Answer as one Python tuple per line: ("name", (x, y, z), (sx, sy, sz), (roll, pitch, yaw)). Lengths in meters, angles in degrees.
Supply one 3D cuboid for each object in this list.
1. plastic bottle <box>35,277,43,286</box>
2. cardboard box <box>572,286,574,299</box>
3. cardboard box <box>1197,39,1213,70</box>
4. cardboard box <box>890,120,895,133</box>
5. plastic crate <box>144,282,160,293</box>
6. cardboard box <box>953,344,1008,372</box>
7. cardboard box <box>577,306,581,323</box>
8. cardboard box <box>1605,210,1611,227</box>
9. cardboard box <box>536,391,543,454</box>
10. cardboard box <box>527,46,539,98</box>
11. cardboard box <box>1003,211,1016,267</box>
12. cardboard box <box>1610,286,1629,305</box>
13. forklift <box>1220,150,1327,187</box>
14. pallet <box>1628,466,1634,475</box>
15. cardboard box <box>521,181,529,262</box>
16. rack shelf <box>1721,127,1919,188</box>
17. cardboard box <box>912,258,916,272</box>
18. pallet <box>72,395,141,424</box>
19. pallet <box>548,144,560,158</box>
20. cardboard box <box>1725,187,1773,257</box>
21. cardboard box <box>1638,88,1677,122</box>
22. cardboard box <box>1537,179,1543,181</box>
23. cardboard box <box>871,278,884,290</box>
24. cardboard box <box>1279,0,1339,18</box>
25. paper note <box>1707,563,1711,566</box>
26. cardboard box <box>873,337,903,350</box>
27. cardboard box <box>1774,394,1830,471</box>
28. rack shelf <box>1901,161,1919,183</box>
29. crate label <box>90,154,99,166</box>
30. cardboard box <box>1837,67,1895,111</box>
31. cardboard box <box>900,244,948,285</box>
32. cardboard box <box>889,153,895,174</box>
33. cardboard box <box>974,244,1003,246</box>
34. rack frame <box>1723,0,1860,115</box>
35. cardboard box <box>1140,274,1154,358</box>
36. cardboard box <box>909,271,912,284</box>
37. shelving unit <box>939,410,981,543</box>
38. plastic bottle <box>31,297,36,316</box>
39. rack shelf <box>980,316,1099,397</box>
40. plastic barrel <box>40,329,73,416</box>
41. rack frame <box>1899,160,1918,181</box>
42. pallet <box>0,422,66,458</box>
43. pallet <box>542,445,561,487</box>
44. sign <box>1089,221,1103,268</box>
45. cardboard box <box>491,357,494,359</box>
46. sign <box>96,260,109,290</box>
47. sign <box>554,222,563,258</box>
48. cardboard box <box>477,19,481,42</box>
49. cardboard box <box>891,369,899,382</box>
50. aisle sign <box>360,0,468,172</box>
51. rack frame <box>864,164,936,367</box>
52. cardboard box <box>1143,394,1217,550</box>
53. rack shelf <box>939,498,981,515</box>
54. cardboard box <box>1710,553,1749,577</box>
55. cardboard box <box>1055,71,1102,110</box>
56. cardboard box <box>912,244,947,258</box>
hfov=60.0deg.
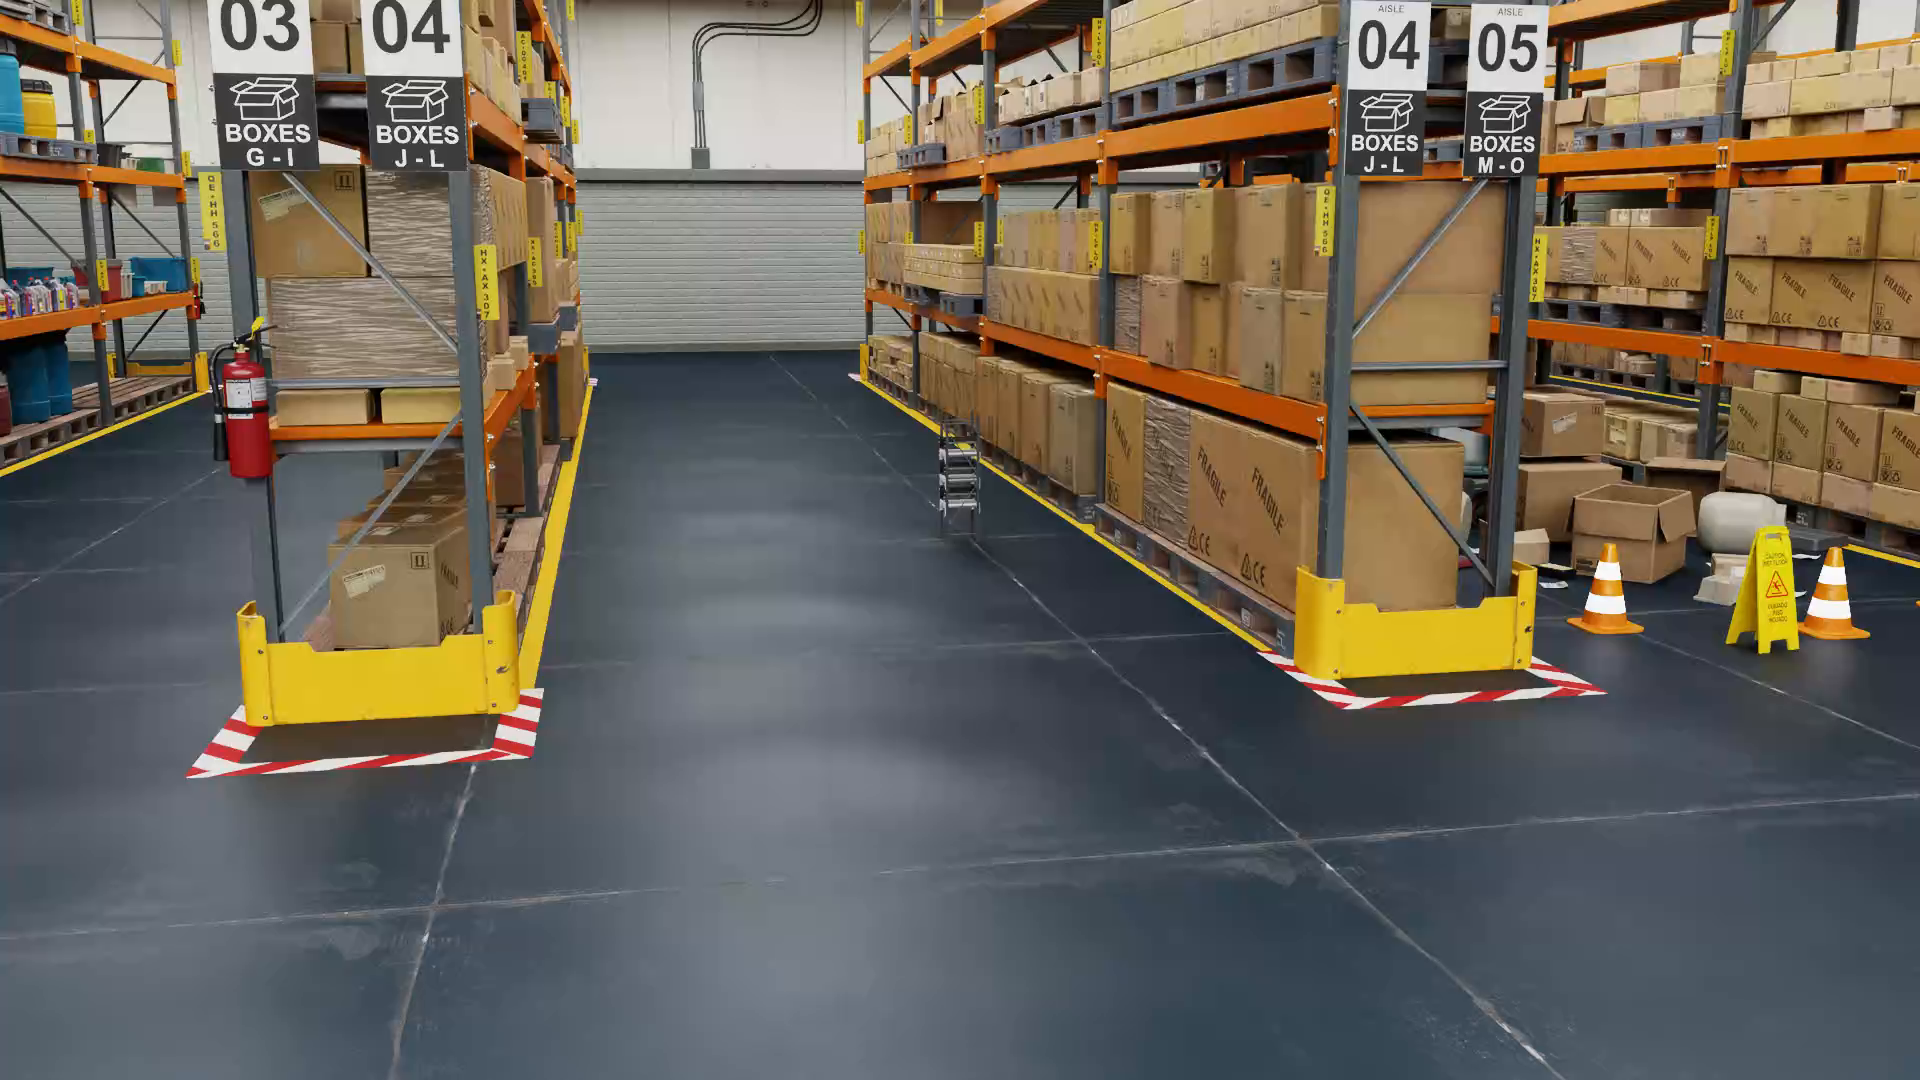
("plastic bottle", (-9.446, -2.519, 17.042), (0.144, 0.351, 0.185), (-2, 11, -11))
("cardboard box", (-4.781, -2.925, 19.713), (0.380, 0.149, 0.250), (-2, 11, -9))
("cardboard box", (1.579, -2.780, 9.541), (0.380, 0.149, 0.250), (-2, 11, -10))
("cardboard box", (-0.667, -5.172, 20.825), (0.380, 0.149, 0.250), (-2, 11, -11))
("plastic crate", (-10.204, -3.142, 20.728), (0.396, 0.136, 0.243), (-2, 11, -11))
("cardboard box", (0.217, -1.869, 17.048), (0.500, 0.250, 0.500), (-2, 11, -10))
("cardboard box", (-5.521, -2.667, 22.247), (0.875, 0.875, 0.875), (-2, 11, -11))
("cardboard box", (6.147, -2.943, 15.214), (0.380, 0.149, 0.250), (-3, 11, -14))
("cardboard box", (-4.018, -1.018, 14.531), (0.700, 0.500, 0.500), (-3, 11, -14))
("cardboard box", (-3.639, -3.657, 13.259), (0.500, 0.500, 0.500), (-2, 11, -10))
("cardboard box", (0.794, -2.771, 15.293), (0.700, 0.500, 0.500), (-2, 11, -11))
("cardboard box", (5.787, -2.087, 14.190), (0.380, 0.149, 0.250), (-2, 11, -11))
("forklift", (3.013, -2.115, 14.969), (1.130, 2.935, 3.031), (-3, 11, -13))
("pallet", (5.937, -0.776, 15.208), (1.003, 0.211, 1.213), (-2, 11, -11))
("cardboard box", (-3.033, -2.032, 10.614), (0.500, 0.500, 0.500), (-2, 11, -11))
("rack shelf", (6.719, -2.532, 10.878), (1.077, 0.370, 4.000), (-2, 11, -11))
("cardboard box", (-0.333, -3.093, 18.676), (0.380, 0.149, 0.250), (-2, 11, -10))
("pallet", (-9.986, -1.469, 18.850), (1.003, 0.211, 1.213), (-2, 11, -11))
("pallet", (-4.346, -3.649, 15.327), (1.213, 0.211, 1.003), (-2, 11, -8))
("cardboard box", (6.203, -2.376, 12.423), (0.700, 0.500, 0.500), (-2, 11, -12))
("cardboard box", (5.981, -3.580, 13.737), (0.500, 0.250, 0.500), (-2, 11, -10))
("cardboard box", (8.775, -5.397, 24.678), (0.380, 0.149, 0.250), (-2, 11, -10))
("cardboard box", (-1.008, -3.490, 22.681), (0.380, 0.149, 0.250), (-2, 11, -13))
("cardboard box", (1.903, -2.727, 8.197), (0.500, 0.250, 0.500), (-2, 11, -10))
("paper note", (4.954, 0.157, 10.821), (0.148, 0.019, 0.142), (2, 11, 9))
("cardboard box", (-0.976, -2.674, 22.631), (0.380, 0.149, 0.250), (-2, 11, -11))
("cardboard box", (6.296, -0.787, 12.033), (0.500, 0.500, 0.500), (-2, 11, -9))
("rack shelf", (10.810, -3.447, 15.685), (1.077, 0.370, 4.000), (-2, 11, -11))
("crate label", (-9.616, -4.150, 18.159), (0.293, 0.136, 0.466), (-2, 11, -11))
("cardboard box", (6.342, -3.047, 11.268), (0.500, 0.250, 0.500), (-2, 11, -10))
("cardboard box", (-0.433, -3.321, 20.059), (0.500, 0.500, 0.500), (-2, 11, -11))
("cardboard box", (-0.607, -4.713, 20.812), (0.500, 0.250, 0.500), (-2, 11, -12))
("cardboard box", (0.361, -3.211, 18.503), (0.380, 0.149, 0.250), (-2, 11, -11))
("rack frame", (6.330, -4.726, 12.458), (1.000, 3.000, 0.127), (-2, 11, -11))
("cardboard box", (1.707, -1.486, 11.083), (0.875, 0.550, 0.550), (-2, 11, -11))
("cardboard box", (-0.376, -2.991, 18.935), (0.380, 0.149, 0.250), (-2, 11, -10))
("shelving unit", (-0.002, -0.444, 11.620), (0.258, 0.900, 0.210), (-2, 11, -11))
("plastic bottle", (-9.121, -2.300, 16.291), (0.097, 0.201, 0.097), (0, 11, 0))
("rack shelf", (1.106, -1.593, 13.970), (1.077, 0.370, 4.000), (-2, 11, -11))
("plastic barrel", (-9.716, -1.780, 17.517), (0.600, 0.901, 0.708), (-2, 11, -11))
("rack frame", (10.421, -2.693, 17.825), (1.000, 3.000, 0.127), (-2, 11, -11))
("pallet", (-9.455, -0.968, 16.219), (1.003, 0.211, 1.213), (-2, 11, -11))
("pallet", (-4.018, -0.639, 14.487), (1.003, 0.211, 1.213), (-2, 11, -11))
("sign", (0.964, -2.088, 11.762), (0.100, 0.325, 0.005), (-2, 11, -11))
("cardboard box", (-2.809, -0.942, 9.294), (0.380, 0.149, 0.250), (-2, 11, -11))
("sign", (-9.265, -2.861, 17.965), (0.100, 0.325, 0.005), (-2, 11, -11))
("sign", (-3.638, -2.703, 14.992), (0.100, 0.325, 0.005), (-2, 11, -11))
("cardboard box", (-2.591, -2.529, 8.276), (0.380, 0.149, 0.250), (-2, 11, -11))
("cardboard box", (-0.673, -2.102, 21.222), (0.380, 0.149, 0.250), (-2, 11, -11))
("aisle sign", (-2.306, -1.961, 7.026), (0.394, 0.787, 0.004), (-2, 11, -11))
("rack frame", (-0.839, -3.781, 23.539), (1.000, 3.000, 0.127), (-2, 11, -11))
("cardboard box", (1.727, -0.460, 10.648), (0.875, 0.875, 0.875), (-2, 11, -11))
("rack shelf", (-0.002, -0.234, 11.660), (0.258, 0.077, 0.200), (-2, 11, -11))
("cardboard box", (4.872, 0.189, 10.307), (0.380, 0.149, 0.250), (4, 11, 18))
("cardboard box", (1.039, -3.454, 12.808), (0.500, 0.250, 0.500), (-2, 11, -11))
("cardboard box", (-0.329, -3.235, 18.631), (0.380, 0.149, 0.250), (-2, 11, -11))
